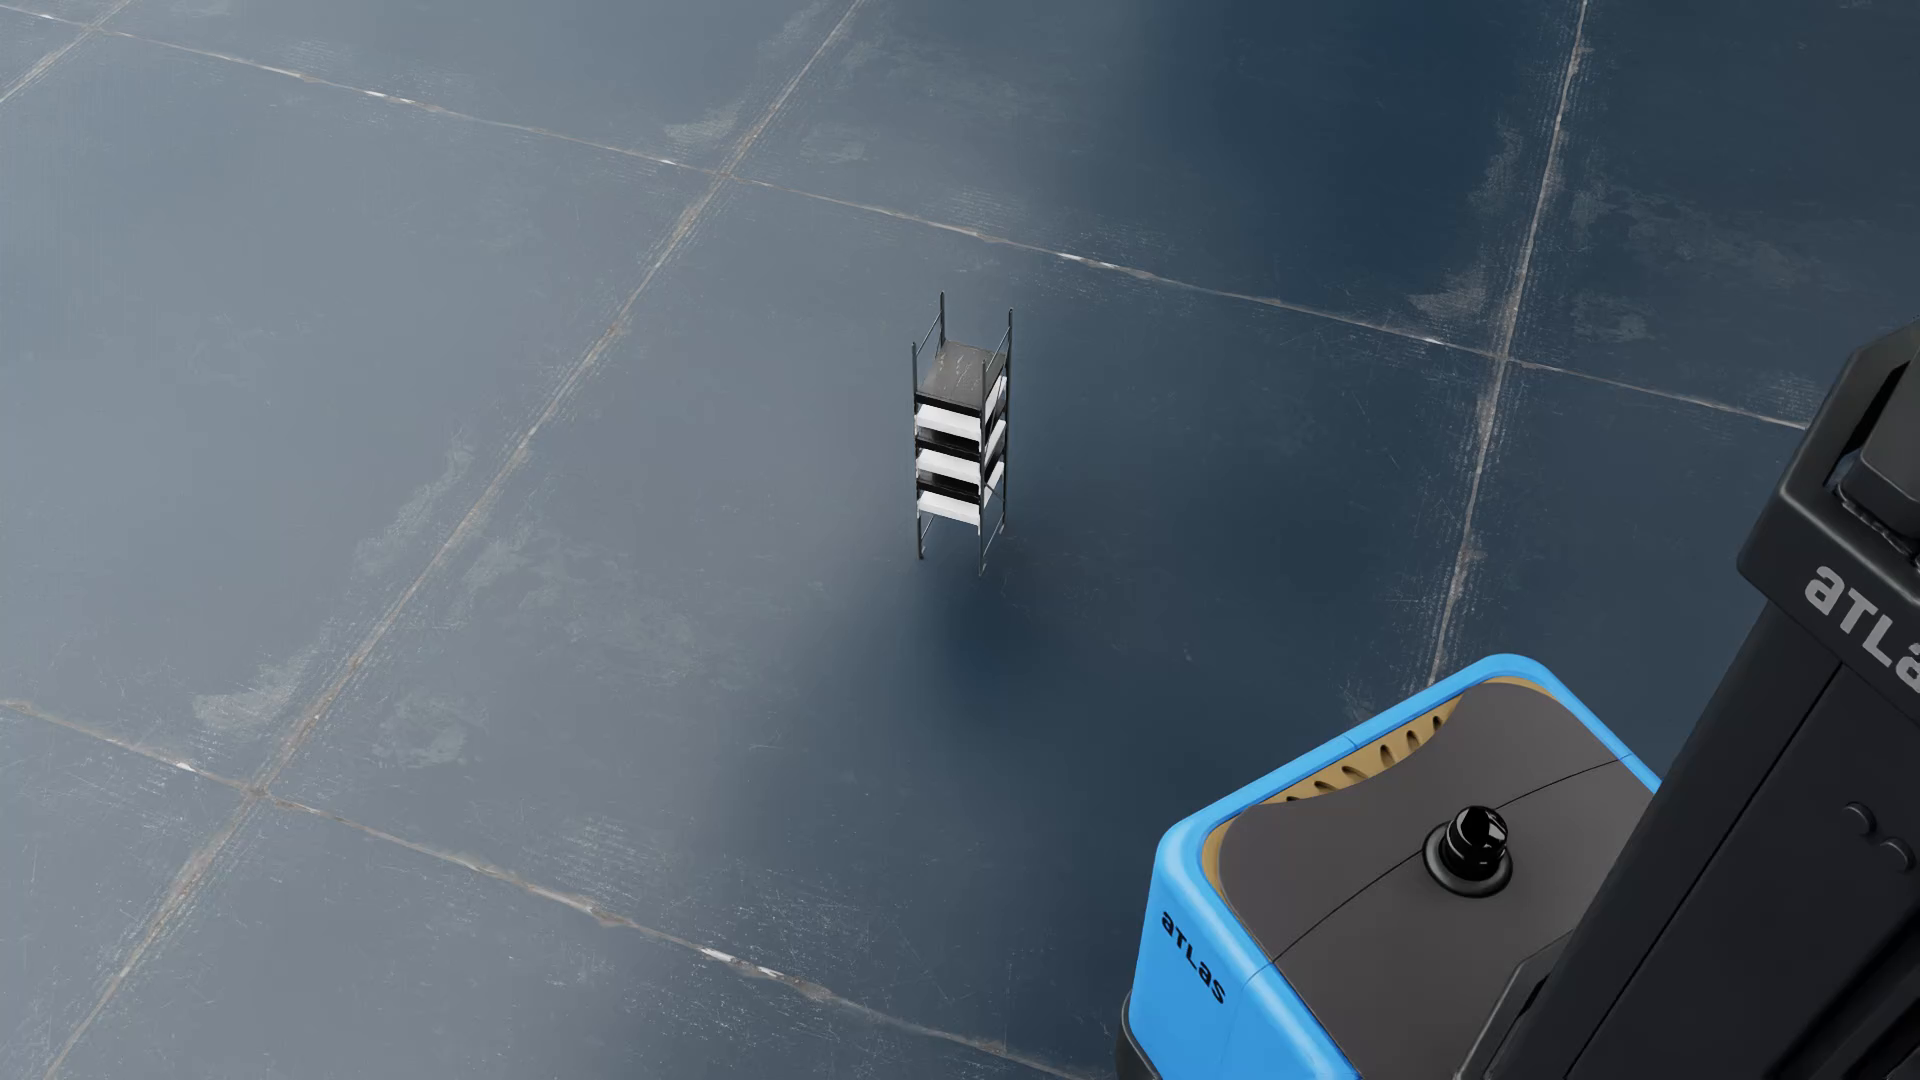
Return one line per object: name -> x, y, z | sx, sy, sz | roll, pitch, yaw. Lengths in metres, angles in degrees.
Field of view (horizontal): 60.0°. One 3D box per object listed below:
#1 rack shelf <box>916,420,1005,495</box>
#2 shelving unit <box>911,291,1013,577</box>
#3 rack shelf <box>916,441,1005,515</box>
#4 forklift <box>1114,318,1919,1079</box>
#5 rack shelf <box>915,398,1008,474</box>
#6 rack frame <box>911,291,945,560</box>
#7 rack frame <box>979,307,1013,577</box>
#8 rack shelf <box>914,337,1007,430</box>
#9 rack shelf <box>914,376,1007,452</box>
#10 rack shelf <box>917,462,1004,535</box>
rack shelf -> 0.008, -0.271, 4.933 | 0.200, 0.077, 0.258 | 16, 51, 13
shelving unit -> 0.008, -0.293, 4.908 | 0.210, 0.900, 0.258 | 16, 51, 13
rack shelf -> 0.008, -0.212, 5.001 | 0.200, 0.077, 0.258 | 16, 51, 13
forklift -> 1.555, 1.115, 2.344 | 1.130, 2.935, 3.031 | -24, 53, -19
rack shelf -> 0.008, -0.330, 4.865 | 0.200, 0.077, 0.258 | 16, 51, 13
rack frame -> -0.088, -0.319, 4.931 | 0.006, 0.900, 0.240 | 16, 51, 13
rack frame -> 0.103, -0.266, 4.885 | 0.006, 0.900, 0.240 | 16, 51, 13
rack shelf -> 0.008, -0.448, 4.729 | 0.200, 0.077, 0.258 | 16, 51, 13
rack shelf -> 0.008, -0.389, 4.797 | 0.200, 0.077, 0.258 | 16, 51, 13
rack shelf -> 0.008, -0.153, 5.069 | 0.200, 0.077, 0.258 | 16, 51, 13
